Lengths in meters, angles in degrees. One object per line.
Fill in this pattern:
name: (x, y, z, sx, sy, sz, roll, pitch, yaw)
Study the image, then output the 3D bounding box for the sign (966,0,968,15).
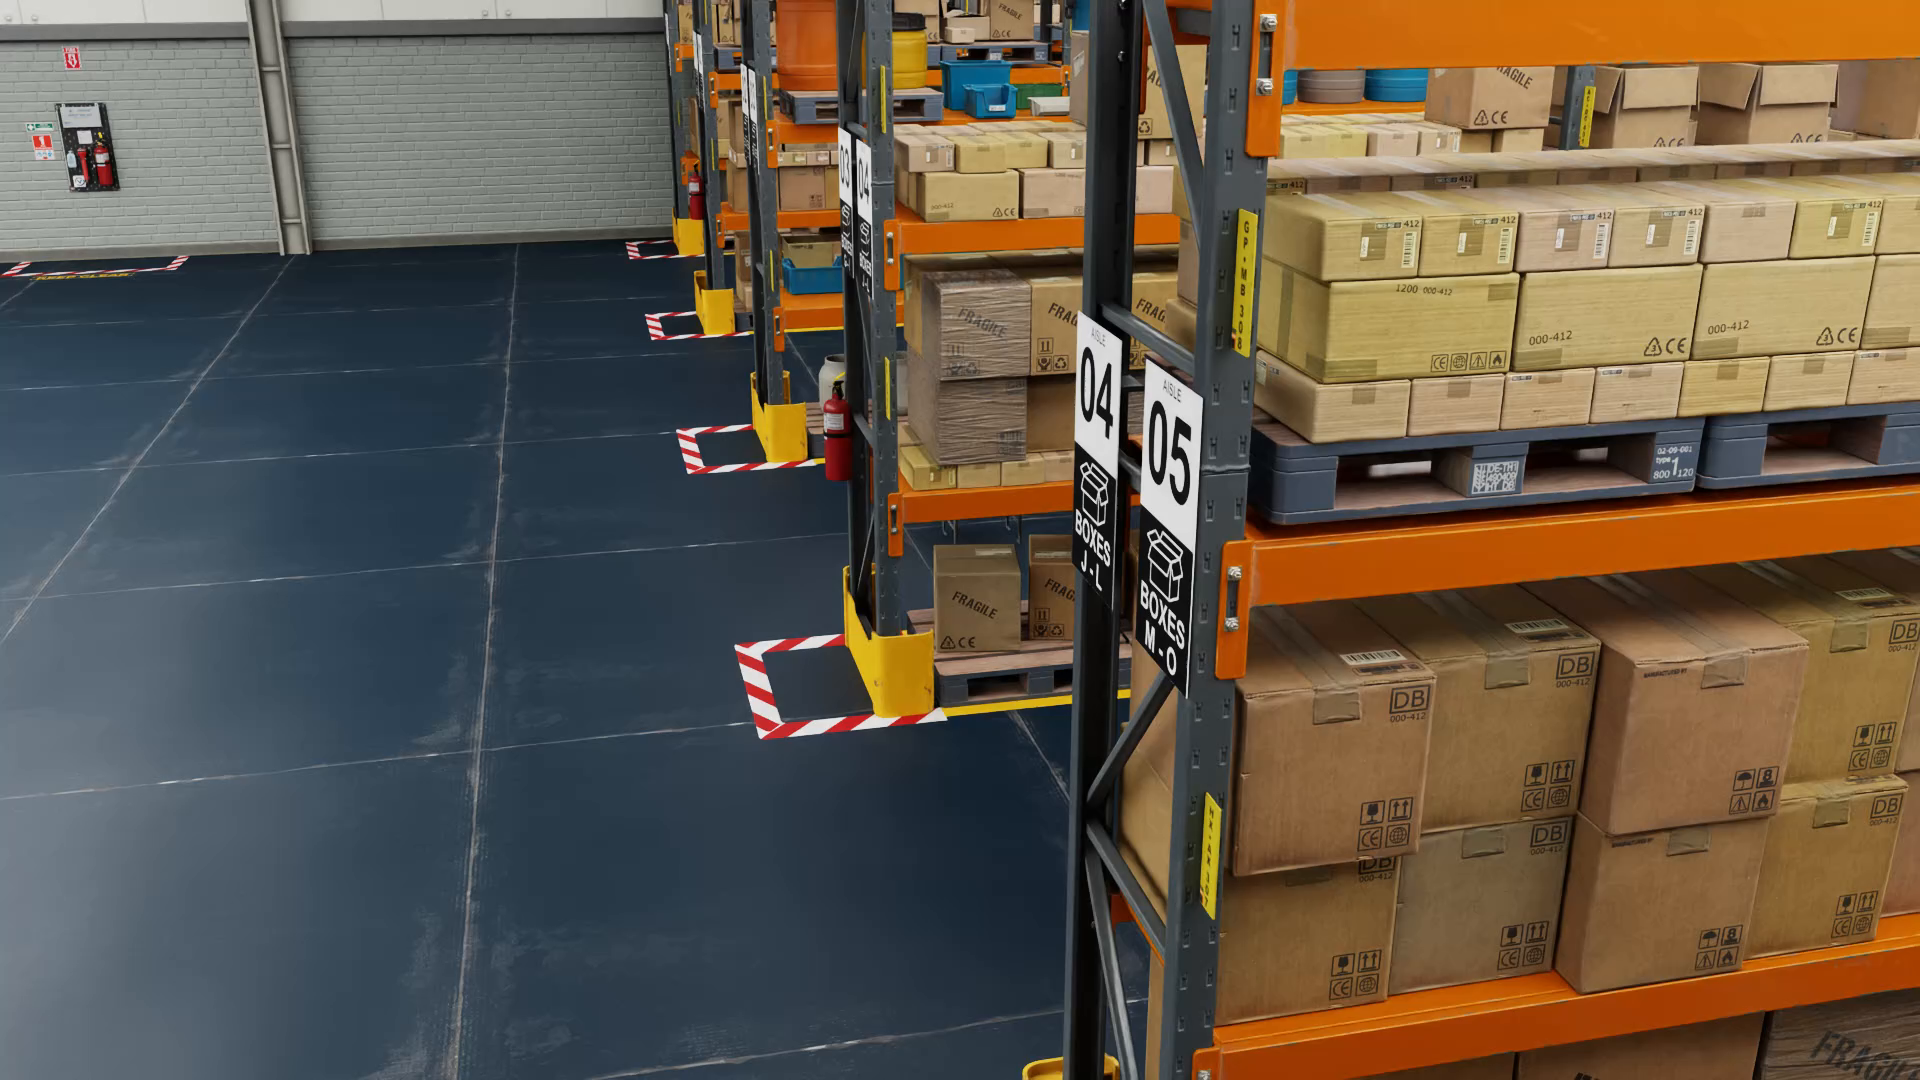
sign: (0.092, -7.348, 22.900, 0.005, 0.325, 0.100, -5, 21, -12)

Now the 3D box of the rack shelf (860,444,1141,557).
rack shelf: (1.433, -0.407, 10.112, 4.000, 0.370, 1.077, -5, 21, -12)

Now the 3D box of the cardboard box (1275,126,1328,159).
cardboard box: (1.848, -2.200, 9.238, 0.250, 0.149, 0.380, -4, 20, -10)

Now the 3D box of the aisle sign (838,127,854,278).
aisle sign: (-0.643, -1.903, 9.370, 0.004, 0.787, 0.394, -5, 21, -12)

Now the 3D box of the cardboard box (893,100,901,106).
cardboard box: (-0.792, -4.719, 18.806, 0.500, 0.500, 0.700, -5, 21, -12)

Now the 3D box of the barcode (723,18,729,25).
barcode: (-2.607, -5.770, 18.499, 0.075, 0.075, 0.001, -5, 21, -12)

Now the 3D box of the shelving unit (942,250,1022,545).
shelving unit: (0.161, -0.999, 11.989, 0.503, 2.100, 0.431, -5, 21, -12)

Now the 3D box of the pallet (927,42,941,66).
pallet: (-0.906, -5.415, 18.504, 1.213, 0.211, 1.003, -5, 21, -12)

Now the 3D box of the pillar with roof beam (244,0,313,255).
pillar with roof beam: (-8.299, -6.807, 17.814, 0.400, 9.000, 9.100, -5, 21, -12)

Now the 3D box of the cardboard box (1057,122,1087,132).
cardboard box: (0.715, -2.284, 9.466, 0.250, 0.149, 0.380, -4, 21, -12)

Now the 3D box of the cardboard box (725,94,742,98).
cardboard box: (-3.031, -5.997, 23.424, 0.500, 0.500, 0.500, -4, 21, -12)

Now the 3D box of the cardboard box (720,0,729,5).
cardboard box: (-3.002, -7.467, 22.350, 0.500, 0.500, 0.500, -5, 21, -13)

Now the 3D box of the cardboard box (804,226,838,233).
cardboard box: (-1.958, -4.705, 23.792, 0.500, 0.500, 0.700, -6, 21, -16)

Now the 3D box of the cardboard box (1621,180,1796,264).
cardboard box: (1.917, -0.828, 4.303, 0.250, 0.149, 0.380, -5, 21, -13)

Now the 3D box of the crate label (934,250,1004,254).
crate label: (0.076, -2.498, 14.721, 0.616, 0.435, 0.502, -5, 21, -12)

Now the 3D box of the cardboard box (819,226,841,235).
cardboard box: (-1.366, -3.388, 19.498, 0.500, 0.500, 0.500, -5, 21, -12)

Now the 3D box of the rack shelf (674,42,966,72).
rack shelf: (-1.986, -6.790, 23.175, 4.000, 0.370, 1.077, -5, 21, -12)

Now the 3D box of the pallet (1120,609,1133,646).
pallet: (1.544, 0.569, 10.456, 1.213, 0.211, 1.003, -5, 21, -12)

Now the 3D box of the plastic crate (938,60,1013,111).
plastic crate: (0.133, -3.898, 14.256, 0.575, 0.384, 0.392, -5, 21, -12)

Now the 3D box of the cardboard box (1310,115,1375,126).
cardboard box: (2.251, -2.414, 9.821, 0.250, 0.149, 0.380, -4, 21, -11)

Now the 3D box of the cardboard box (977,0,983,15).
cardboard box: (0.510, -7.547, 23.439, 0.500, 0.500, 0.500, -2, 20, -5)

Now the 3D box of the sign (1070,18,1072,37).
sign: (1.233, -5.723, 18.348, 0.005, 0.325, 0.100, -5, 21, -12)

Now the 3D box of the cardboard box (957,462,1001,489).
cardboard box: (0.067, -0.425, 9.479, 0.250, 0.149, 0.380, -5, 21, -12)

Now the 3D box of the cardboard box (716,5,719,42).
cardboard box: (-3.585, -7.144, 22.920, 0.500, 0.500, 0.500, -3, 20, -9)

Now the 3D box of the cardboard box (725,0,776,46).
cardboard box: (-2.229, -5.667, 18.099, 0.637, 0.503, 0.797, -3, 20, -9)

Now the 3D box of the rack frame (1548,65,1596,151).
rack frame: (3.379, -3.721, 9.388, 0.127, 3.000, 1.000, -5, 21, -12)

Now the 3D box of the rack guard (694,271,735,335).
rack guard: (-2.813, -2.728, 19.034, 0.348, 0.500, 1.175, -5, 21, -12)

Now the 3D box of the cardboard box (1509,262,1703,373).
cardboard box: (1.552, -0.633, 4.352, 0.500, 0.250, 0.500, -5, 21, -13)

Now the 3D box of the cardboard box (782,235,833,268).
cardboard box: (-1.730, -3.170, 18.903, 0.500, 0.500, 0.500, -5, 21, -12)

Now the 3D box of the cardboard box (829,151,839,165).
cardboard box: (-1.353, -4.296, 18.593, 0.250, 0.149, 0.380, -5, 21, -14)

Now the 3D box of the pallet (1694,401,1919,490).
pallet: (2.439, -0.446, 4.938, 1.213, 0.211, 1.003, -5, 21, -12)

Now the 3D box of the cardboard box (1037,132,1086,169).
cardboard box: (0.581, -2.104, 8.974, 0.250, 0.149, 0.380, -4, 20, -10)

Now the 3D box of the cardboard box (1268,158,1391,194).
cardboard box: (1.023, -0.987, 4.738, 0.250, 0.149, 0.380, -5, 21, -12)

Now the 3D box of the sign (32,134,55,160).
sign: (-12.265, -5.256, 22.250, 0.234, 0.329, 0.001, -5, 21, -12)

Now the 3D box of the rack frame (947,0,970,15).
rack frame: (-0.040, -8.695, 22.967, 0.127, 3.000, 1.000, -5, 21, -12)

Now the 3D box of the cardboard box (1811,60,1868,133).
cardboard box: (5.773, -2.878, 10.578, 0.500, 0.500, 0.500, -5, 21, -14)

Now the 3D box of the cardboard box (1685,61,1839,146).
cardboard box: (4.776, -2.637, 10.030, 0.637, 0.503, 0.797, -4, 20, -10)

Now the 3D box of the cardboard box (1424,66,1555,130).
cardboard box: (3.000, -2.612, 9.420, 0.500, 0.500, 0.500, -5, 21, -14)

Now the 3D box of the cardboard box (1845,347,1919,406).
cardboard box: (2.413, -0.493, 4.549, 0.250, 0.149, 0.380, -4, 21, -12)

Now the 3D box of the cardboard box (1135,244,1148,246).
cardboard box: (2.051, -3.376, 19.743, 0.500, 0.311, 0.500, -5, 21, -13)

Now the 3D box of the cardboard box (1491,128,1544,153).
cardboard box: (3.130, -2.306, 9.527, 0.250, 0.149, 0.380, -4, 20, -11)

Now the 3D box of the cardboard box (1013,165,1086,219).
cardboard box: (0.516, -1.920, 9.051, 0.500, 0.250, 0.500, -5, 21, -14)

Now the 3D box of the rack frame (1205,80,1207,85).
rack frame: (2.240, -2.561, 14.946, 0.127, 3.000, 1.000, -5, 21, -12)

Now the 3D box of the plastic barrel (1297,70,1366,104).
plastic barrel: (3.321, -4.370, 14.794, 0.600, 0.901, 0.600, 0, 20, 0)

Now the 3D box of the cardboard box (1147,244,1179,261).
cardboard box: (1.426, -1.486, 9.980, 0.500, 0.500, 0.500, -5, 21, -12)

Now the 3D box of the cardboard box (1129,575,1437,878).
cardboard box: (0.900, 0.487, 4.835, 0.550, 0.550, 0.875, -5, 21, -12)

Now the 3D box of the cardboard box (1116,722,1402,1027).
cardboard box: (0.880, 0.966, 5.098, 0.550, 0.550, 0.875, -5, 21, -12)

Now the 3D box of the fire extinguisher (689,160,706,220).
fire extinguisher: (-3.011, -4.013, 19.021, 0.183, 0.674, 0.296, -5, 21, -12)

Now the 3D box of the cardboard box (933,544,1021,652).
cardboard box: (0.098, 0.346, 10.033, 0.500, 0.500, 0.500, -1, 20, -2)

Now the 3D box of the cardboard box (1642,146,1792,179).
cardboard box: (2.264, -1.089, 5.015, 0.250, 0.149, 0.380, -4, 21, -12)

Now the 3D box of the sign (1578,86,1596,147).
sign: (3.512, -2.374, 9.321, 0.005, 0.325, 0.100, -5, 21, -12)

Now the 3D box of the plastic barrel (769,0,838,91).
plastic barrel: (-1.209, -4.133, 13.641, 0.708, 0.830, 0.600, -5, 21, -12)

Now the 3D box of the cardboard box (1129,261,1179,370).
cardboard box: (1.059, -1.273, 9.396, 0.500, 0.500, 0.500, -5, 21, -12)

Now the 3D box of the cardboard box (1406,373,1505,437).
cardboard box: (1.185, -0.394, 4.276, 0.250, 0.149, 0.380, -4, 21, -12)
